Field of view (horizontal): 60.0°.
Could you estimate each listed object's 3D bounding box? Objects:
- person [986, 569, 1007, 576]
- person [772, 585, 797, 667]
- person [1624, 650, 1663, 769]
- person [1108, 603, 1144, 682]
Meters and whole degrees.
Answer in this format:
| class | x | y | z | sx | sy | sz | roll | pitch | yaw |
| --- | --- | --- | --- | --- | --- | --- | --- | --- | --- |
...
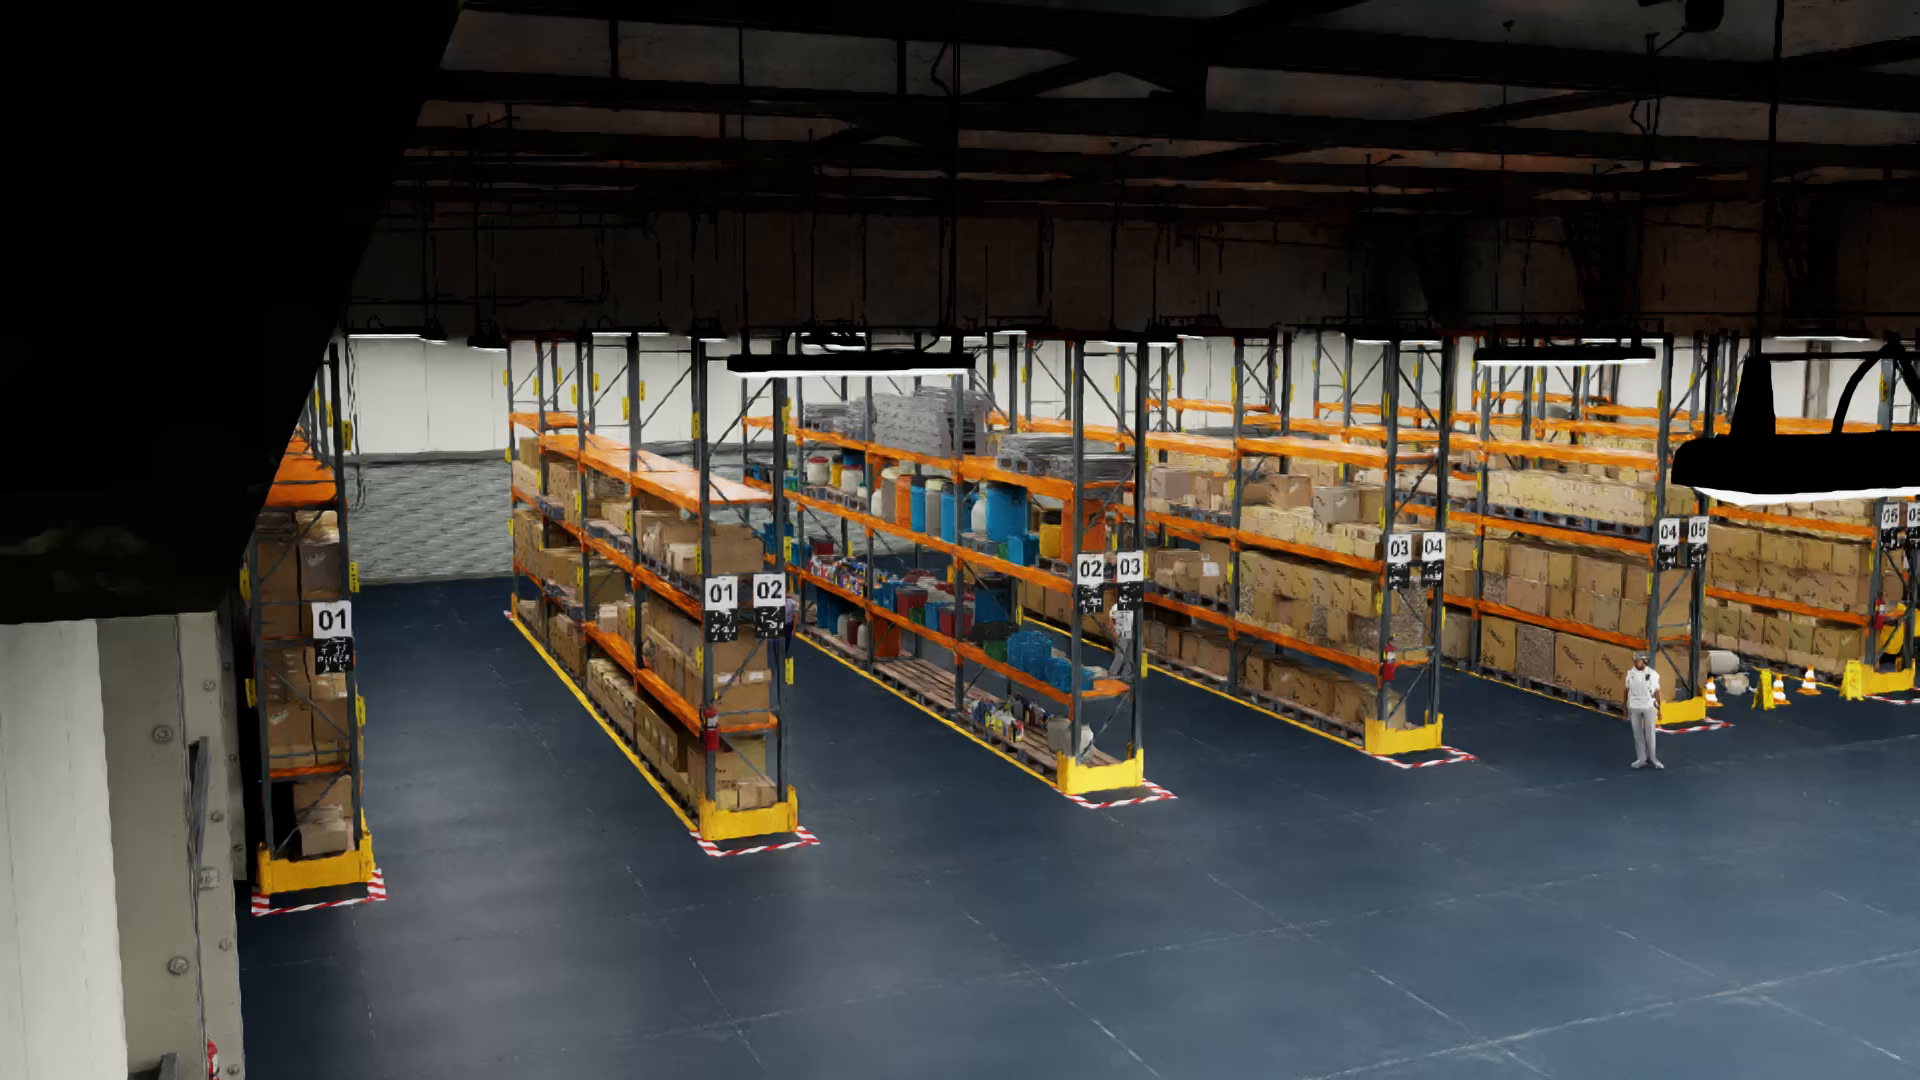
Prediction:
| class | x | y | z | sx | sy | sz | roll | pitch | yaw |
| --- | --- | --- | --- | --- | --- | --- | --- | --- | --- |
| person | 0.668 | 1.168 | 32.231 | 0.592 | 1.604 | 0.518 | -4 | 9 | -25 |
| person | -3.117 | 1.554 | 29.410 | 0.481 | 1.551 | 1.085 | -3 | 8 | -20 |
| person | 9.542 | 2.352 | 23.178 | 0.562 | 1.671 | 0.382 | 6 | 10 | 35 |
| person | 2.853 | 1.614 | 28.546 | 0.682 | 1.711 | 0.536 | -4 | 9 | -25 |
